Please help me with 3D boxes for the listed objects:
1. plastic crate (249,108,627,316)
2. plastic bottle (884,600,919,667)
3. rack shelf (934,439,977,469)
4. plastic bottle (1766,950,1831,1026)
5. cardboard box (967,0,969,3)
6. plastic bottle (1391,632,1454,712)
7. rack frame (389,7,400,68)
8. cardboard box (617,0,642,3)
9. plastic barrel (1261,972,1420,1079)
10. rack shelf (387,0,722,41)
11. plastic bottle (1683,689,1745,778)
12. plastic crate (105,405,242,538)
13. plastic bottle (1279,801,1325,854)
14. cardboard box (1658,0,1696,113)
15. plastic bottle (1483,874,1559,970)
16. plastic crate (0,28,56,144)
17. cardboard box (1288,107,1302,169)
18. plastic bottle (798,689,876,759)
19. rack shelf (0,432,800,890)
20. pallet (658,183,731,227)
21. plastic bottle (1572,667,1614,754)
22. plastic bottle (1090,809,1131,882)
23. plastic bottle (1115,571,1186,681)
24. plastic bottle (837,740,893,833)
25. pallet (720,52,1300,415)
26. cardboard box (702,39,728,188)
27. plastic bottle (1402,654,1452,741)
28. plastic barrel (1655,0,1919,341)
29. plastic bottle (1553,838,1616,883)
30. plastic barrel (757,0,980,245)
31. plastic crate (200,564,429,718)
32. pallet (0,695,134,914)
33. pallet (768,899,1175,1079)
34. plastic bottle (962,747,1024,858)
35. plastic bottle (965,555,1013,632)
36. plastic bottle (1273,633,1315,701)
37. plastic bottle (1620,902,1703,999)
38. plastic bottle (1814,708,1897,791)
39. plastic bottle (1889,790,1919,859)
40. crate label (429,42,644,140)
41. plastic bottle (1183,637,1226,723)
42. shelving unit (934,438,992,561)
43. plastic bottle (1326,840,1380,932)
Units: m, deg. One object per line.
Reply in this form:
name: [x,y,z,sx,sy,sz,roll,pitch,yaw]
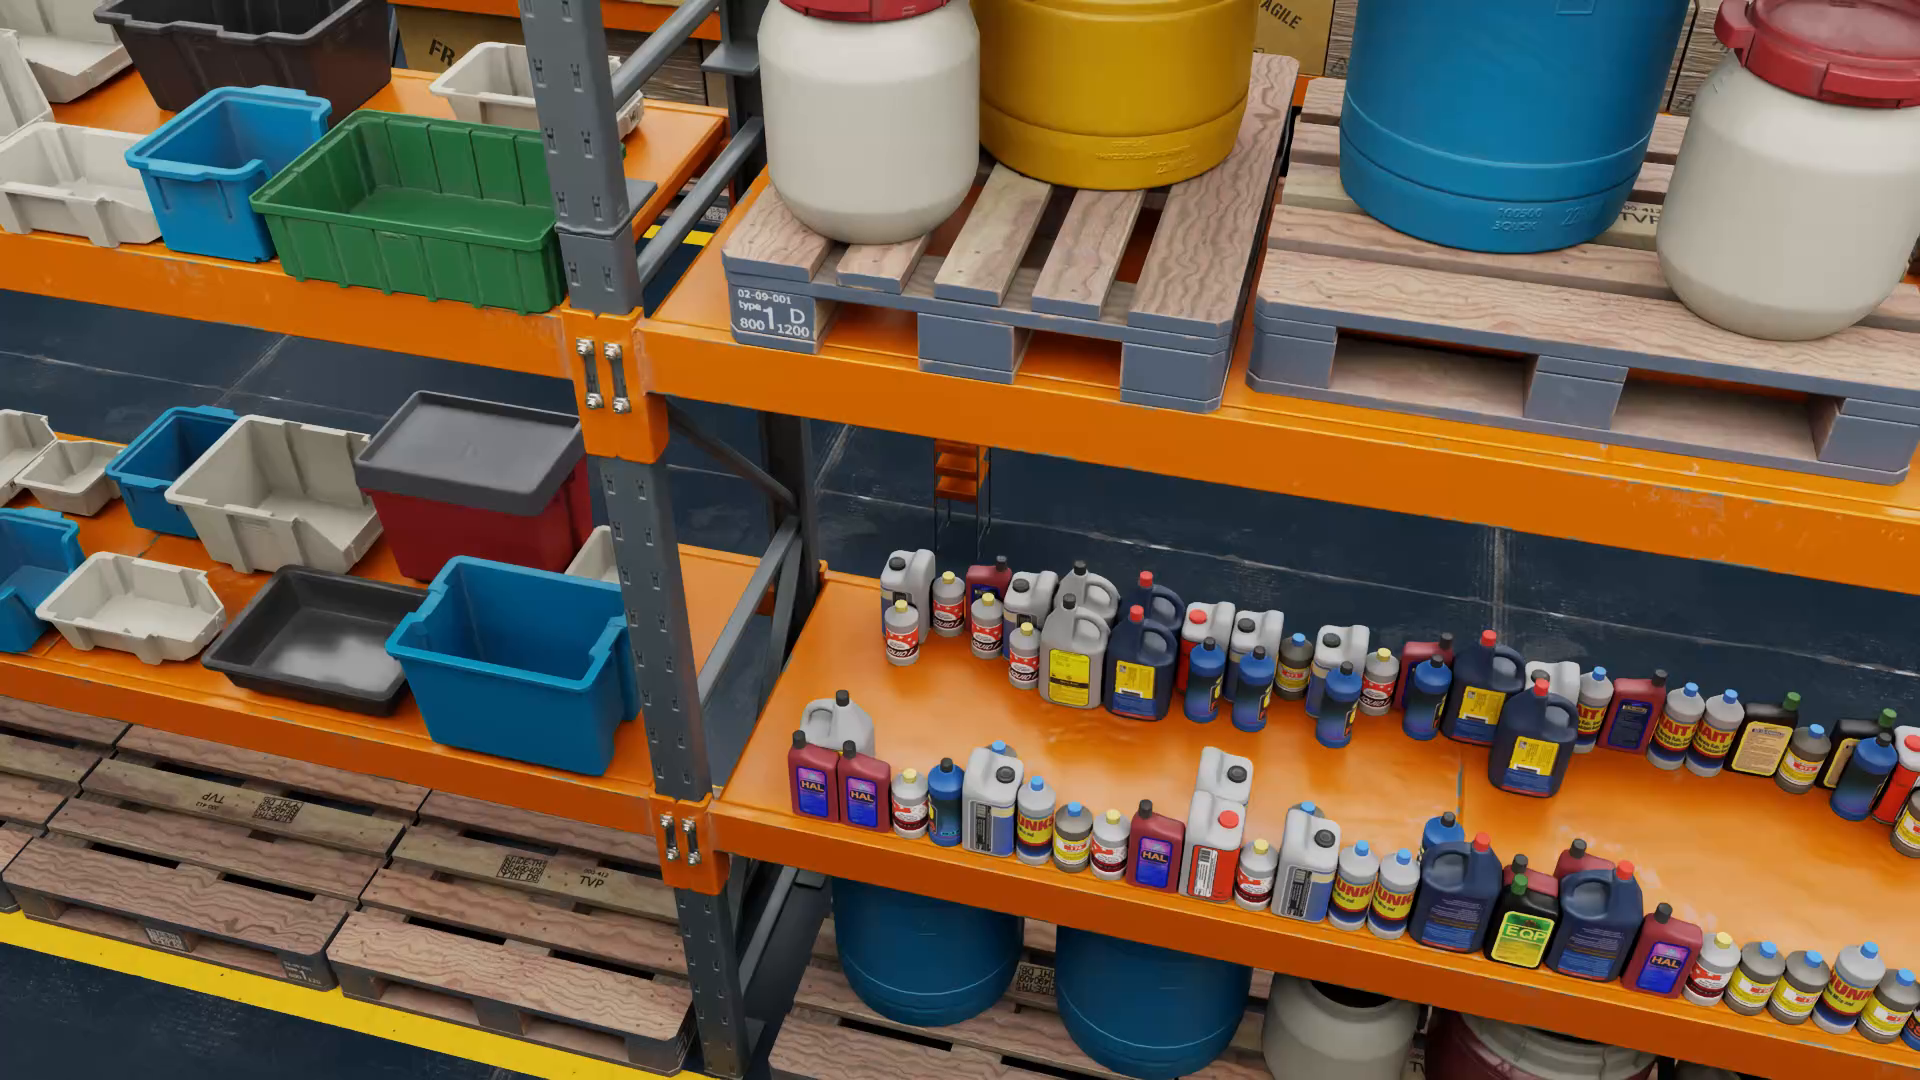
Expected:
plastic crate: [-1.104,-0.714,3.600,0.662,0.188,0.450,10,41,11]
plastic bottle: [-0.166,0.257,4.766,0.097,0.201,0.097,0,40,0]
rack shelf: [0.014,-0.423,6.890,0.180,0.103,0.258,10,41,11]
plastic bottle: [1.947,1.025,3.852,0.097,0.201,0.097,0,40,0]
cardboard box: [0.170,-2.808,8.146,0.500,0.250,0.500,9,41,11]
plastic bottle: [1.277,0.361,4.579,0.133,0.283,0.061,10,41,11]
rack frame: [-3.200,-3.506,9.092,0.127,3.000,1.000,10,41,11]
cardboard box: [-1.700,-2.934,8.606,0.250,0.149,0.380,9,41,11]
plastic barrel: [1.111,1.396,4.863,0.421,0.512,0.421,0,40,0]
rack shelf: [-1.268,-2.898,8.928,4.000,0.370,1.077,10,41,11]
plastic bottle: [2.010,0.504,4.418,0.097,0.271,0.097,0,40,0]
plastic crate: [-2.430,-0.206,5.246,0.300,0.233,0.416,10,41,11]
plastic bottle: [0.865,0.737,4.194,0.097,0.201,0.097,0,40,0]
cardboard box: [3.005,-2.313,7.595,0.500,0.500,0.500,9,41,10]
plastic bottle: [1.335,0.900,3.936,0.133,0.283,0.061,10,41,11]
plastic crate: [-2.419,-0.972,3.835,0.530,0.282,0.437,10,41,11]
cardboard box: [2.151,-1.946,8.561,0.875,0.875,1.225,8,41,10]
plastic bottle: [-0.321,0.521,4.335,0.185,0.351,0.144,10,41,11]
rack shelf: [-2.548,0.179,5.264,4.000,0.370,1.077,10,41,11]
pallet: [-1.233,-2.150,9.646,1.213,0.211,1.003,10,41,11]
plastic bottle: [1.693,0.449,4.483,0.097,0.271,0.097,0,40,0]
plastic bottle: [0.379,0.755,4.173,0.097,0.201,0.097,0,40,0]
plastic bottle: [0.535,0.235,4.676,0.185,0.351,0.144,10,41,11]
plastic bottle: [-0.244,0.629,4.260,0.133,0.283,0.061,10,41,11]
pallet: [0.166,-0.771,3.650,1.003,0.211,1.213,10,41,11]
cardboard box: [-0.822,-2.497,9.217,0.875,0.875,0.875,10,41,11]
plastic bottle: [1.274,0.418,4.520,0.097,0.271,0.097,0,40,0]
plastic barrel: [1.496,-0.662,2.941,0.433,0.535,0.433,0,40,0]
plastic bottle: [1.501,0.833,4.016,0.133,0.283,0.061,10,41,11]
plastic barrel: [-0.173,-0.882,3.204,0.433,0.535,0.433,0,40,0]
plastic crate: [-1.767,0.299,4.729,0.590,0.125,0.437,10,41,11]
pallet: [-3.694,0.800,6.133,1.213,0.211,1.003,10,41,11]
pallet: [0.118,1.458,5.350,1.213,0.211,1.003,10,41,11]
plastic bottle: [0.086,0.658,4.231,0.135,0.276,0.152,10,41,11]
plastic bottle: [0.083,0.155,4.823,0.133,0.283,0.061,10,41,11]
plastic bottle: [0.937,0.346,4.660,0.097,0.201,0.097,0,40,0]
plastic bottle: [1.643,0.953,3.873,0.133,0.283,0.061,10,41,11]
plastic bottle: [2.349,0.545,4.359,0.133,0.283,0.061,10,41,11]
plastic bottle: [2.452,0.708,4.229,0.097,0.201,0.097,0,40,0]
crate label: [-1.014,-1.073,4.067,0.466,0.136,0.293,10,41,11]
plastic bottle: [0.674,0.375,4.571,0.097,0.271,0.097,0,40,0]
shelving unit: [0.014,-0.457,6.861,0.189,1.200,0.258,10,41,11]
plastic bottle: [0.956,0.828,4.032,0.097,0.271,0.097,0,40,0]
